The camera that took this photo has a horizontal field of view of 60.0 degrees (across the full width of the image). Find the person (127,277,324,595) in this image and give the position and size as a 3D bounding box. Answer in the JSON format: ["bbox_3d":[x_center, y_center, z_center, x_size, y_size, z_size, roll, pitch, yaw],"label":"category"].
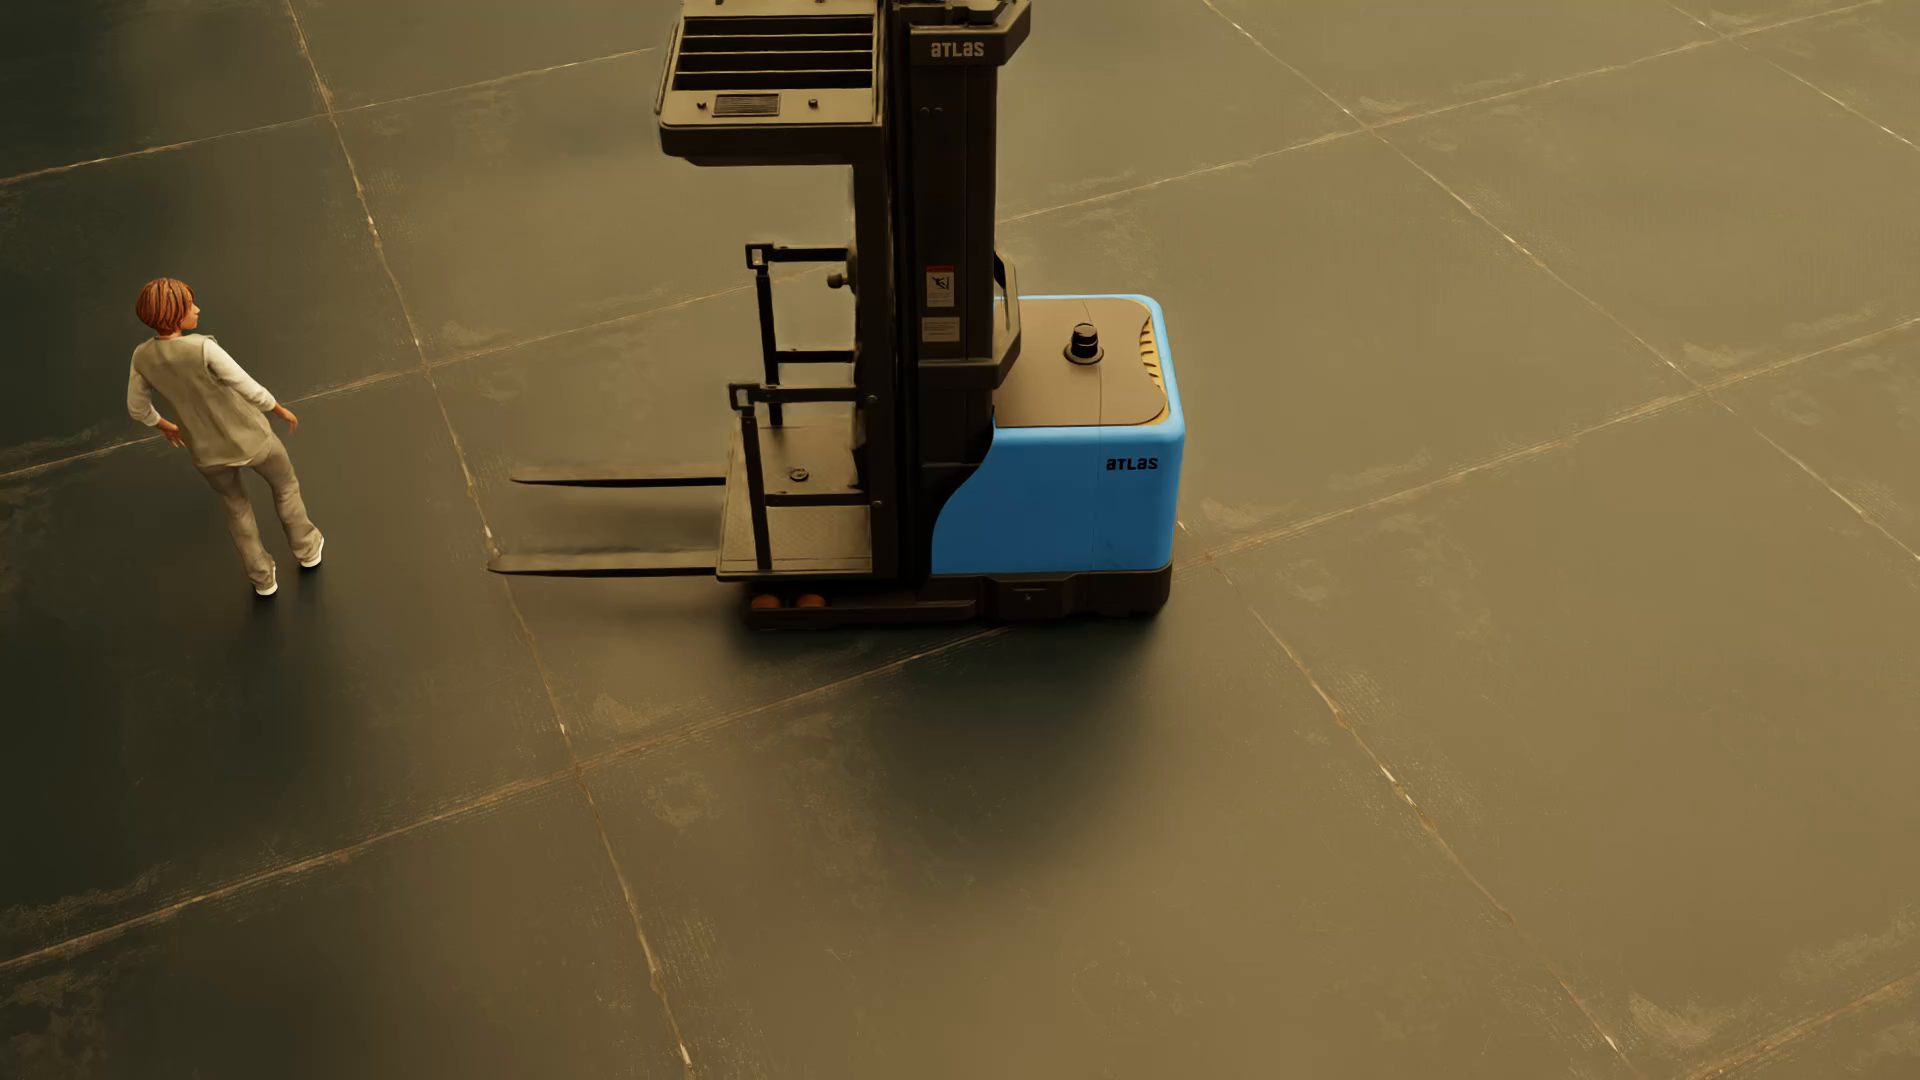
[{"bbox_3d":[-3.165,-0.442,7.162,0.617,1.564,0.445,-6,43,-6],"label":"person"}]

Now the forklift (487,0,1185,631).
[{"bbox_3d":[-0.591,-1.034,6.788,3.031,2.935,1.130,-1,43,-1],"label":"forklift"}]
